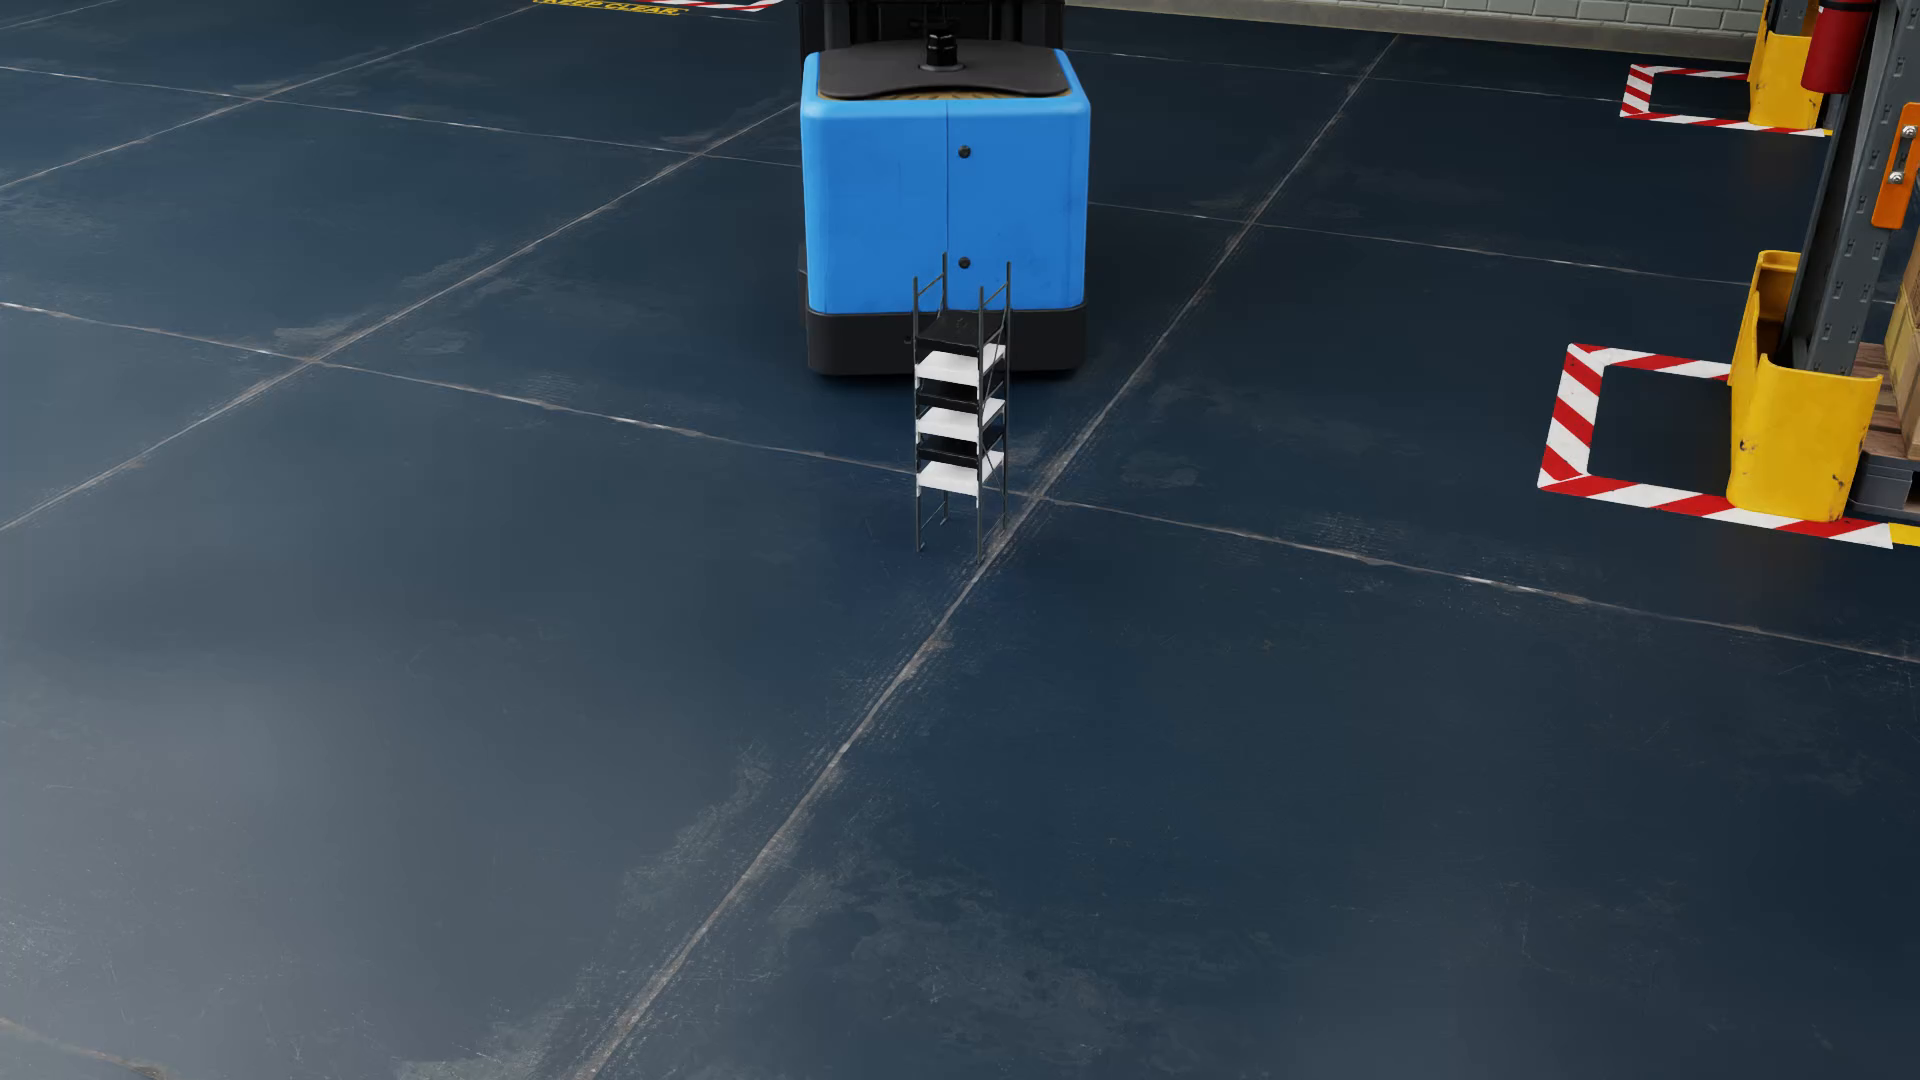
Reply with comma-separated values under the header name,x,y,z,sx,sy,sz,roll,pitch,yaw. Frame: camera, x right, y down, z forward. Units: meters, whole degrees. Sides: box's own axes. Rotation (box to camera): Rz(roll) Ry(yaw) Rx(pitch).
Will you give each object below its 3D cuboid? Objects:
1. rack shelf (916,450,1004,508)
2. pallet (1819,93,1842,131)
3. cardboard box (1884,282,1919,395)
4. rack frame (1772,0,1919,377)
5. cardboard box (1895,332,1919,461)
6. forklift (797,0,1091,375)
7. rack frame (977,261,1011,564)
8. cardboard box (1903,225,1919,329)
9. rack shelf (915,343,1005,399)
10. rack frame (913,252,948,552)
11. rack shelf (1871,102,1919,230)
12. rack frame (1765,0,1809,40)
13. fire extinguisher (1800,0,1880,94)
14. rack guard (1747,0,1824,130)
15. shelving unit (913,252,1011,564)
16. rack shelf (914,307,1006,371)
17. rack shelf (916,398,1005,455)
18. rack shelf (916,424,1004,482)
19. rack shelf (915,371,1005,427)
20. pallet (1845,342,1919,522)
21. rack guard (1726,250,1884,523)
name,x,y,z,sx,sy,sz,roll,pitch,yaw
rack shelf,0.008,-0.205,5.131,0.200,0.077,0.258,11,31,19
pallet,5.579,-2.509,9.474,1.213,0.211,1.003,11,31,19
cardboard box,3.518,-0.665,5.746,0.500,0.250,0.500,11,31,19
rack frame,2.910,-1.644,5.110,0.127,3.000,1.000,11,31,19
cardboard box,3.324,-0.429,5.328,0.500,0.250,0.500,11,31,19
forklift,-0.134,-2.581,6.838,1.130,2.935,3.031,-2,30,-3
rack frame,0.102,-0.371,4.993,0.006,0.900,0.240,11,31,19
cardboard box,3.519,-0.993,5.563,0.500,0.500,0.500,11,31,19
rack shelf,0.008,-0.518,4.954,0.200,0.077,0.258,11,31,19
rack frame,-0.087,-0.409,5.059,0.006,0.900,0.240,11,31,19
rack shelf,4.764,-0.961,4.632,4.000,0.370,1.077,11,31,19
rack frame,4.769,-3.903,9.107,0.127,3.000,1.000,11,31,19
fire extinguisher,2.976,-1.844,5.543,0.183,0.674,0.296,11,31,19
rack guard,4.840,-2.801,9.698,0.348,0.500,1.175,11,31,19
shelving unit,0.008,-0.390,5.026,0.210,0.900,0.258,11,31,19
rack shelf,0.008,-0.596,4.909,0.200,0.077,0.258,11,31,19
rack shelf,0.008,-0.361,5.042,0.200,0.077,0.258,11,31,19
rack shelf,0.008,-0.283,5.087,0.200,0.077,0.258,11,31,19
rack shelf,0.008,-0.440,4.998,0.200,0.077,0.258,11,31,19
pallet,3.635,-0.308,5.580,1.213,0.211,1.003,11,31,19
rack guard,2.888,-0.560,5.733,0.348,0.500,1.175,11,31,19
